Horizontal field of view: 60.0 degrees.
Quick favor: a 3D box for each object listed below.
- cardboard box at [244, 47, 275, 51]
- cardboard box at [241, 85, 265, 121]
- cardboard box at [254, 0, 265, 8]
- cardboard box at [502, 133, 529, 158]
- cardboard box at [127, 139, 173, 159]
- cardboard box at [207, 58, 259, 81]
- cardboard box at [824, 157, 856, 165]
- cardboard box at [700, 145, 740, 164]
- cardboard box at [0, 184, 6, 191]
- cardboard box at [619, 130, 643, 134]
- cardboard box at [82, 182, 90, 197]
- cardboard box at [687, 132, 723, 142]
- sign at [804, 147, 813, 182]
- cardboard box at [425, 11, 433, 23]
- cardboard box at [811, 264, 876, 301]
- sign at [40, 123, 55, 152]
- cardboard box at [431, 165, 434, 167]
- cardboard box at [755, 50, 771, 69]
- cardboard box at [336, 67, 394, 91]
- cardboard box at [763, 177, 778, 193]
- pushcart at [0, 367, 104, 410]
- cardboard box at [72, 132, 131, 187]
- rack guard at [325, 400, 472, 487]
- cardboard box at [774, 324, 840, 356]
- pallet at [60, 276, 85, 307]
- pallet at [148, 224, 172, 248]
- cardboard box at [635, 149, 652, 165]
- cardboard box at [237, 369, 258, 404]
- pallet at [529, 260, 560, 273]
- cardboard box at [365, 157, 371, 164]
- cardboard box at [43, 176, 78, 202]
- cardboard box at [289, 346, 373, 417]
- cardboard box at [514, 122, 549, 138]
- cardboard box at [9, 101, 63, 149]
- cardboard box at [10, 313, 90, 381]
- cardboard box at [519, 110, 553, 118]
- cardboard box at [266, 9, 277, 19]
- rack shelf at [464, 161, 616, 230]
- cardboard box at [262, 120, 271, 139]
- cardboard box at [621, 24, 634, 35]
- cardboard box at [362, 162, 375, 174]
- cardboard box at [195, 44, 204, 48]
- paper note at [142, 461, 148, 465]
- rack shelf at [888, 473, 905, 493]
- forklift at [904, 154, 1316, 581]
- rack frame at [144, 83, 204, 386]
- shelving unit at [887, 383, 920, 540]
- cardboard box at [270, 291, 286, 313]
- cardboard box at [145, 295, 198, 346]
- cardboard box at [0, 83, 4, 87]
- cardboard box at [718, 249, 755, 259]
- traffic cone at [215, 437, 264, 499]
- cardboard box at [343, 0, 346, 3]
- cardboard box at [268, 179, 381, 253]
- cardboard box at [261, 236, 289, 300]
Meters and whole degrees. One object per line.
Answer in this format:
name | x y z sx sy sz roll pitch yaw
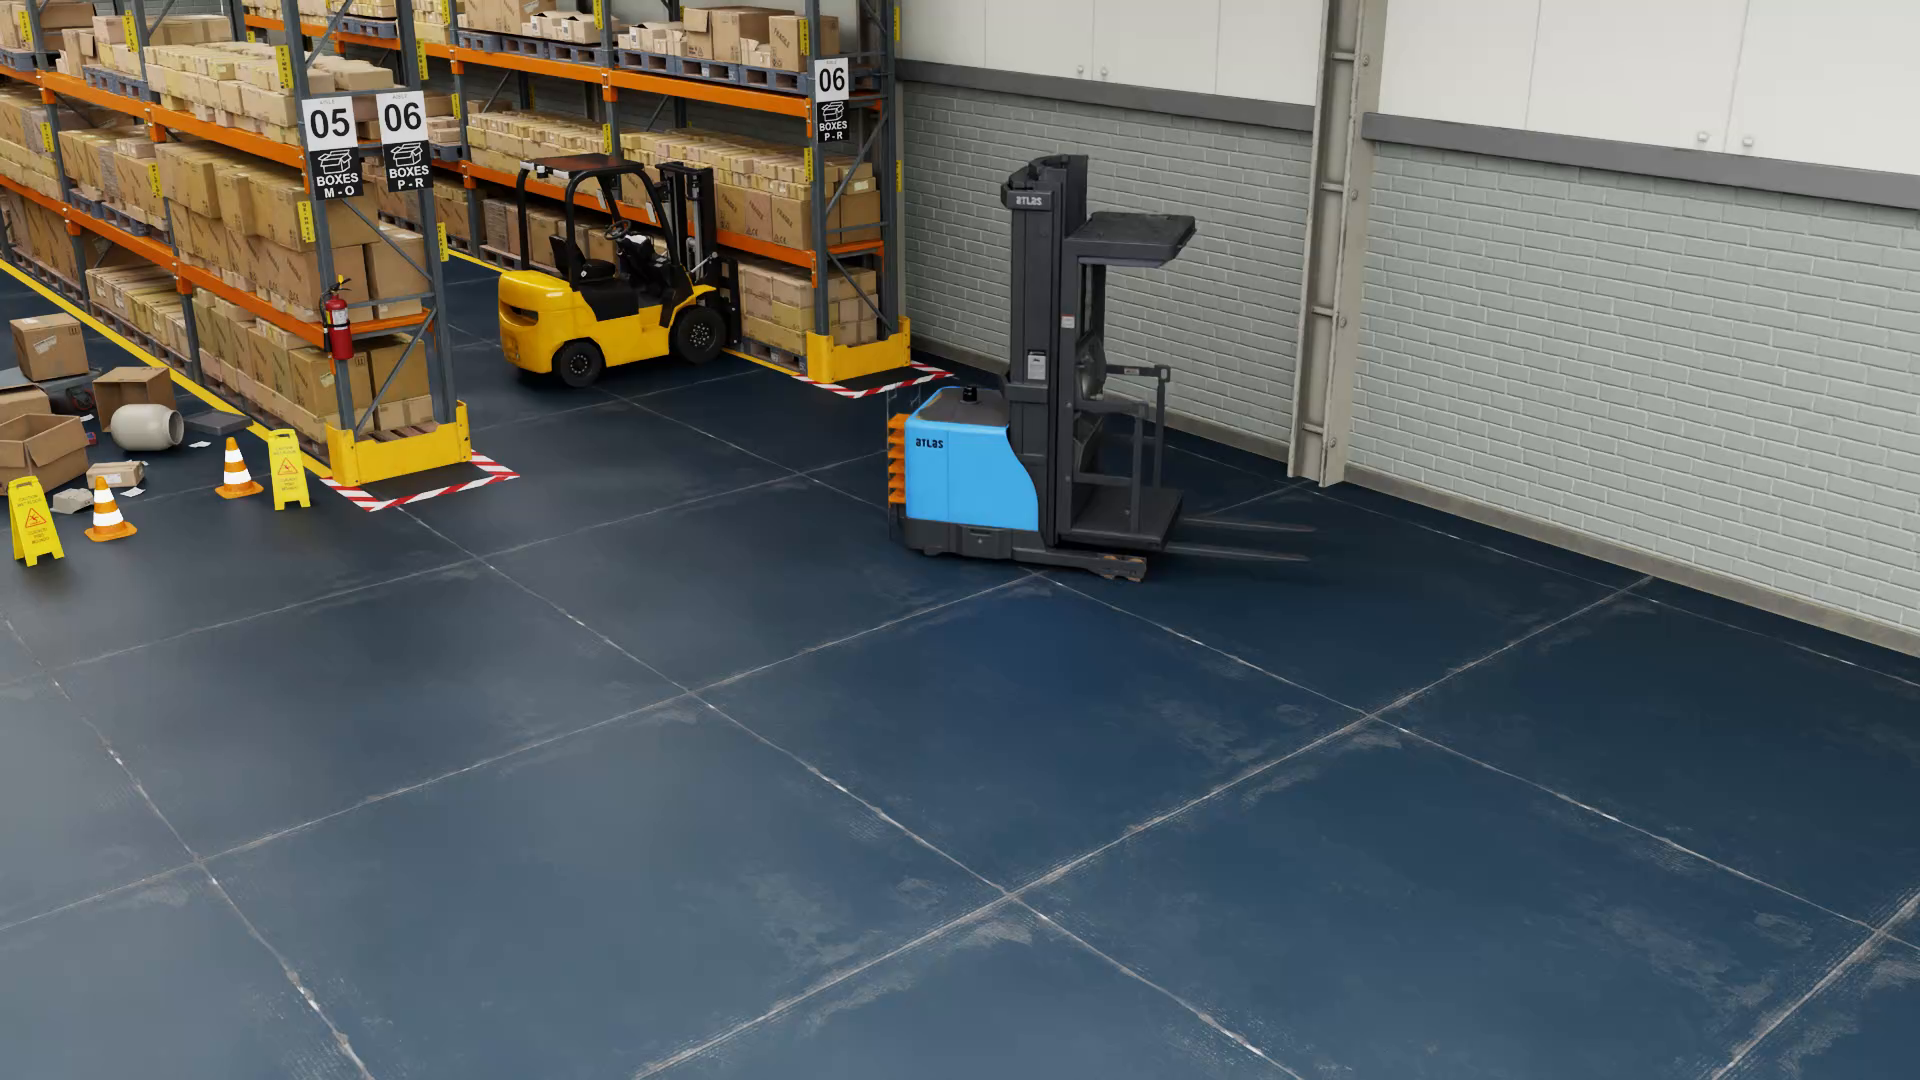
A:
cardboard box | -6.469 -4.536 15.590 0.380 0.149 0.250 -16 27 -36
cardboard box | -5.684 -3.688 13.971 0.500 0.250 0.500 -18 28 -38
cardboard box | -11.085 -8.748 26.890 0.500 0.250 0.500 -17 27 -36
cardboard box | -5.534 -5.090 21.387 0.500 0.250 0.500 -18 28 -39
cardboard box | -8.372 -4.051 17.204 0.380 0.149 0.250 -18 28 -39
cardboard box | -6.300 -4.092 14.457 0.380 0.149 0.250 -17 27 -36
cardboard box | -1.254 -3.904 17.405 0.380 0.149 0.250 -16 27 -36
cardboard box | -2.621 -4.217 18.203 0.380 0.149 0.250 -17 27 -37
cardboard box | -14.162 -5.016 24.615 0.875 0.438 0.875 -17 27 -36
cardboard box | -4.047 -4.943 20.464 0.380 0.149 0.250 -18 27 -38
cardboard box | -9.677 -3.985 18.813 0.380 0.149 0.250 -20 29 -41
cardboard box | -2.929 -4.612 19.212 0.380 0.149 0.250 -18 28 -38
sign | -1.491 -3.709 16.429 0.100 0.325 0.005 -17 27 -37
cardboard box | -7.013 -7.104 22.553 0.380 0.149 0.250 -17 27 -36
cardboard box | -1.241 -2.744 17.700 0.500 0.250 0.500 -18 28 -38
sign | -10.469 -4.619 19.076 0.100 0.325 0.005 -17 27 -37
cardboard box | -7.917 -5.600 25.132 0.380 0.149 0.250 -19 28 -40
cardboard box | -1.842 -4.864 16.807 0.380 0.149 0.250 -18 28 -39
cardboard box | -4.906 -3.800 13.712 0.380 0.149 0.250 -18 27 -38
cardboard box | -1.822 -3.713 17.323 0.380 0.149 0.250 -17 27 -36
pushcart | -9.134 -1.330 15.862 0.936 0.377 1.648 12 24 27
cardboard box | -9.587 -4.272 18.656 0.500 0.500 0.500 -16 26 -35
rack guard | -4.878 -0.860 14.493 1.175 0.500 0.348 -17 27 -37
cardboard box | -1.617 -2.155 17.567 0.500 0.250 0.500 -17 27 -37
pallet | -10.508 -3.150 20.737 1.003 0.211 1.213 -17 27 -37
pallet | -7.828 -3.264 17.468 1.003 0.211 1.213 -17 27 -37
cardboard box | -3.503 -4.417 19.122 0.380 0.149 0.250 -17 27 -36
cardboard box | -6.554 -1.505 15.908 0.500 0.250 0.500 -18 28 -38
pallet | -4.993 -3.523 21.690 1.003 0.211 1.213 -17 27 -37
cardboard box | -8.825 -5.825 25.297 0.380 0.149 0.250 -18 28 -38
cardboard box | -10.578 -4.221 19.853 0.500 0.250 0.500 -19 28 -39
cardboard box | -5.549 -1.426 14.678 0.500 0.500 0.500 -17 27 -37
cardboard box | -5.458 -5.232 21.202 0.380 0.149 0.250 -17 27 -36
cardboard box | -11.247 -5.084 20.343 0.500 0.500 0.500 -17 27 -37
cardboard box | -8.769 -1.864 16.020 0.500 0.500 0.500 -17 27 -37
cardboard box | -5.672 -5.657 22.287 0.380 0.149 0.250 -17 27 -36
cardboard box | -10.876 -8.437 26.643 0.380 0.149 0.250 -18 27 -38
rack shelf | -4.987 -4.508 21.367 1.077 0.370 4.000 -17 27 -37
cardboard box | -5.609 -3.457 13.928 0.380 0.149 0.250 -16 27 -36
cardboard box | -4.087 -6.093 19.947 0.380 0.149 0.250 -17 27 -37
cardboard box | -8.871 -5.672 25.314 0.380 0.149 0.250 -16 26 -35
cardboard box | -7.517 -4.887 16.865 0.500 0.250 0.500 -18 28 -39
paper note | -7.211 -0.680 14.707 0.032 0.001 0.123 -17 27 -37
rack shelf | -0.431 -0.441 12.915 0.180 0.103 0.258 6 22 15
forklift | 1.149 -1.277 12.226 3.031 2.935 1.130 6 22 15
rack frame | -7.440 -3.108 16.805 1.000 3.000 0.127 -17 27 -37
shelving unit | -0.431 -0.594 12.855 0.189 1.200 0.258 6 22 15
cardboard box | -5.826 -2.121 14.632 0.380 0.149 0.250 -17 27 -37
cardboard box | -8.256 -2.422 18.081 0.950 0.372 0.625 -15 26 -34
cardboard box | -13.179 -5.895 22.413 0.500 0.500 0.500 -18 28 -38
cardboard box | -2.607 -3.037 18.450 0.500 0.250 0.500 -18 28 -38
traffic cone | -6.087 -0.633 13.966 0.336 0.463 0.334 -17 27 -37
cardboard box | -8.680 -7.837 23.991 0.380 0.149 0.250 -18 28 -38
cardboard box | -5.328 -2.742 13.956 0.700 0.500 0.500 -18 28 -39
cardboard box | -5.715 -2.411 14.483 0.500 0.500 0.500 -17 27 -37
